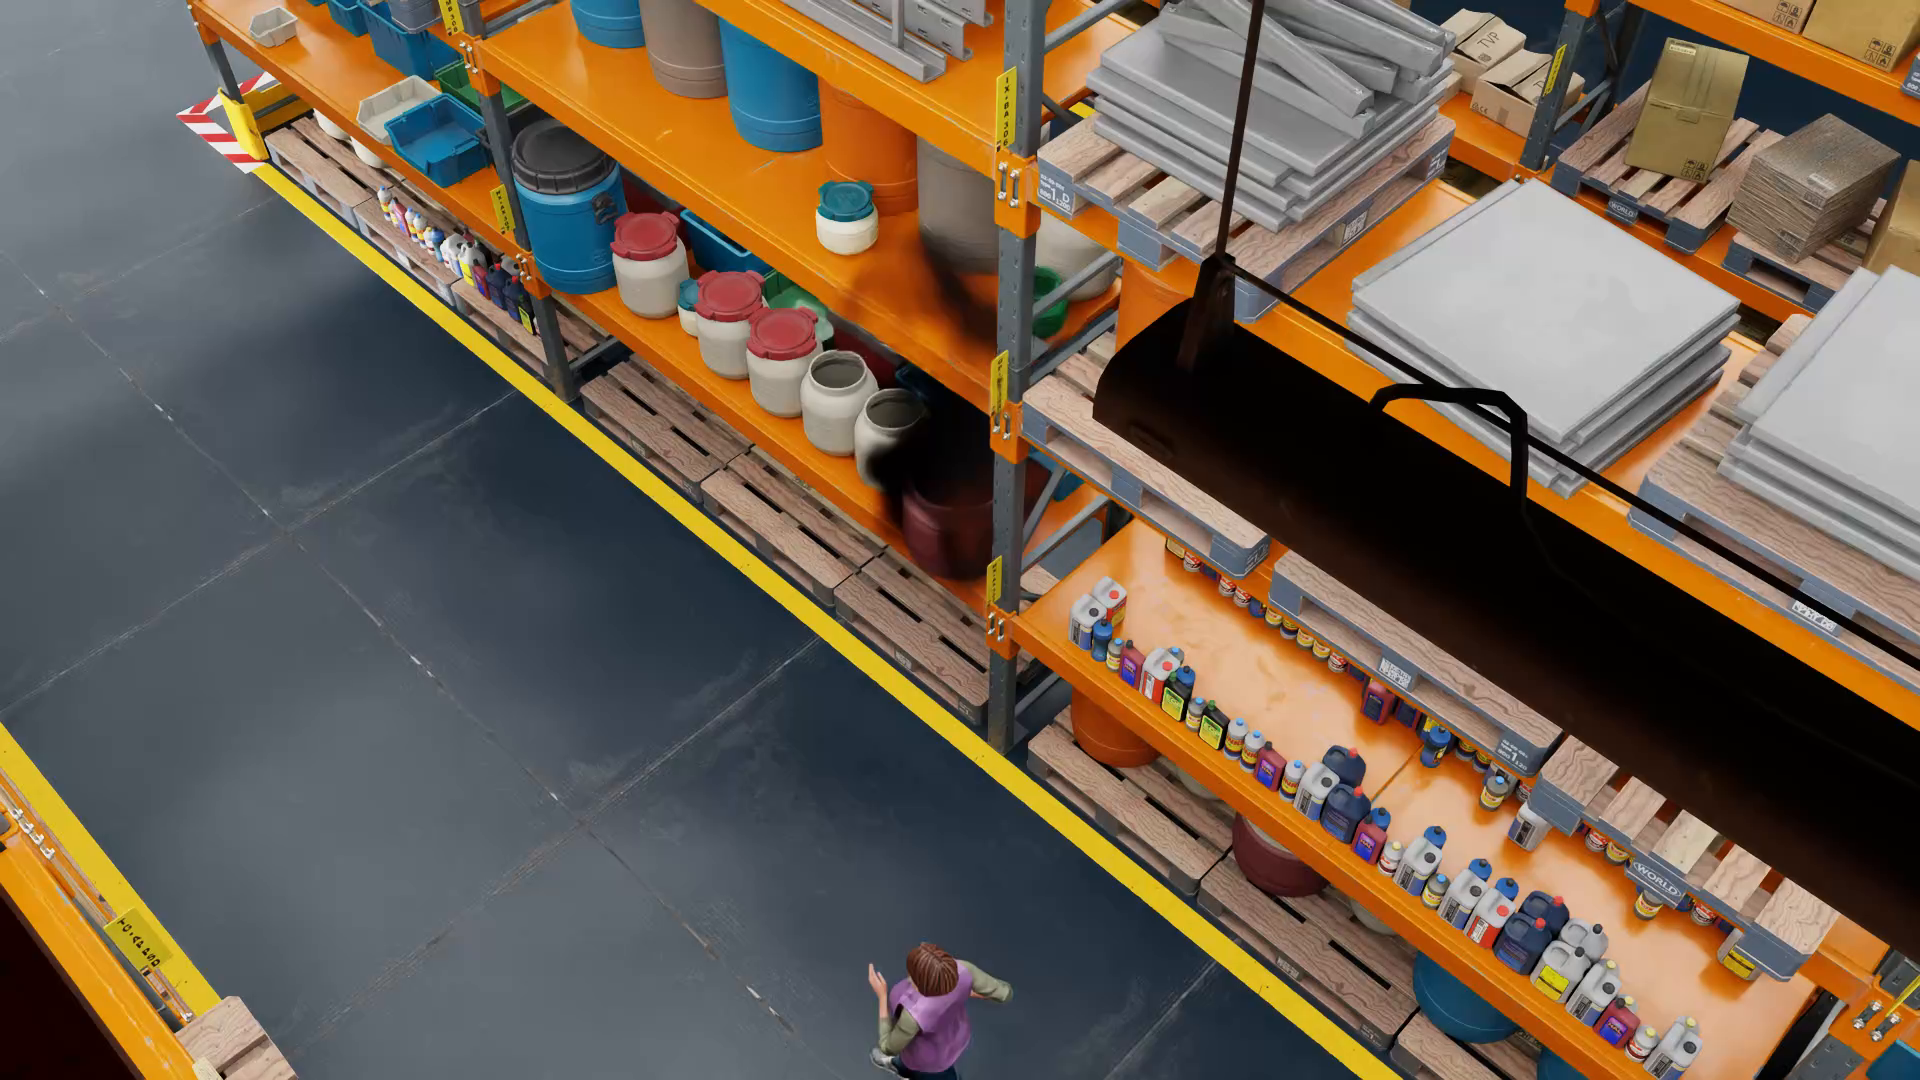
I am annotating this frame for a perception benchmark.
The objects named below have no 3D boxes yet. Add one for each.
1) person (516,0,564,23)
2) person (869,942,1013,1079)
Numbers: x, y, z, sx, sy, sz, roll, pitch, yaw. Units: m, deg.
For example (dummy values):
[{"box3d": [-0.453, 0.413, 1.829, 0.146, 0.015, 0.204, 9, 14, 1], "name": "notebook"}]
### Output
[{"box3d": [-3.334, -4.659, 13.173, 0.885, 1.745, 0.724, 5, 50, 4], "name": "person"}, {"box3d": [-0.121, 2.143, 7.149, 0.811, 1.617, 0.526, 29, 56, 22], "name": "person"}]
